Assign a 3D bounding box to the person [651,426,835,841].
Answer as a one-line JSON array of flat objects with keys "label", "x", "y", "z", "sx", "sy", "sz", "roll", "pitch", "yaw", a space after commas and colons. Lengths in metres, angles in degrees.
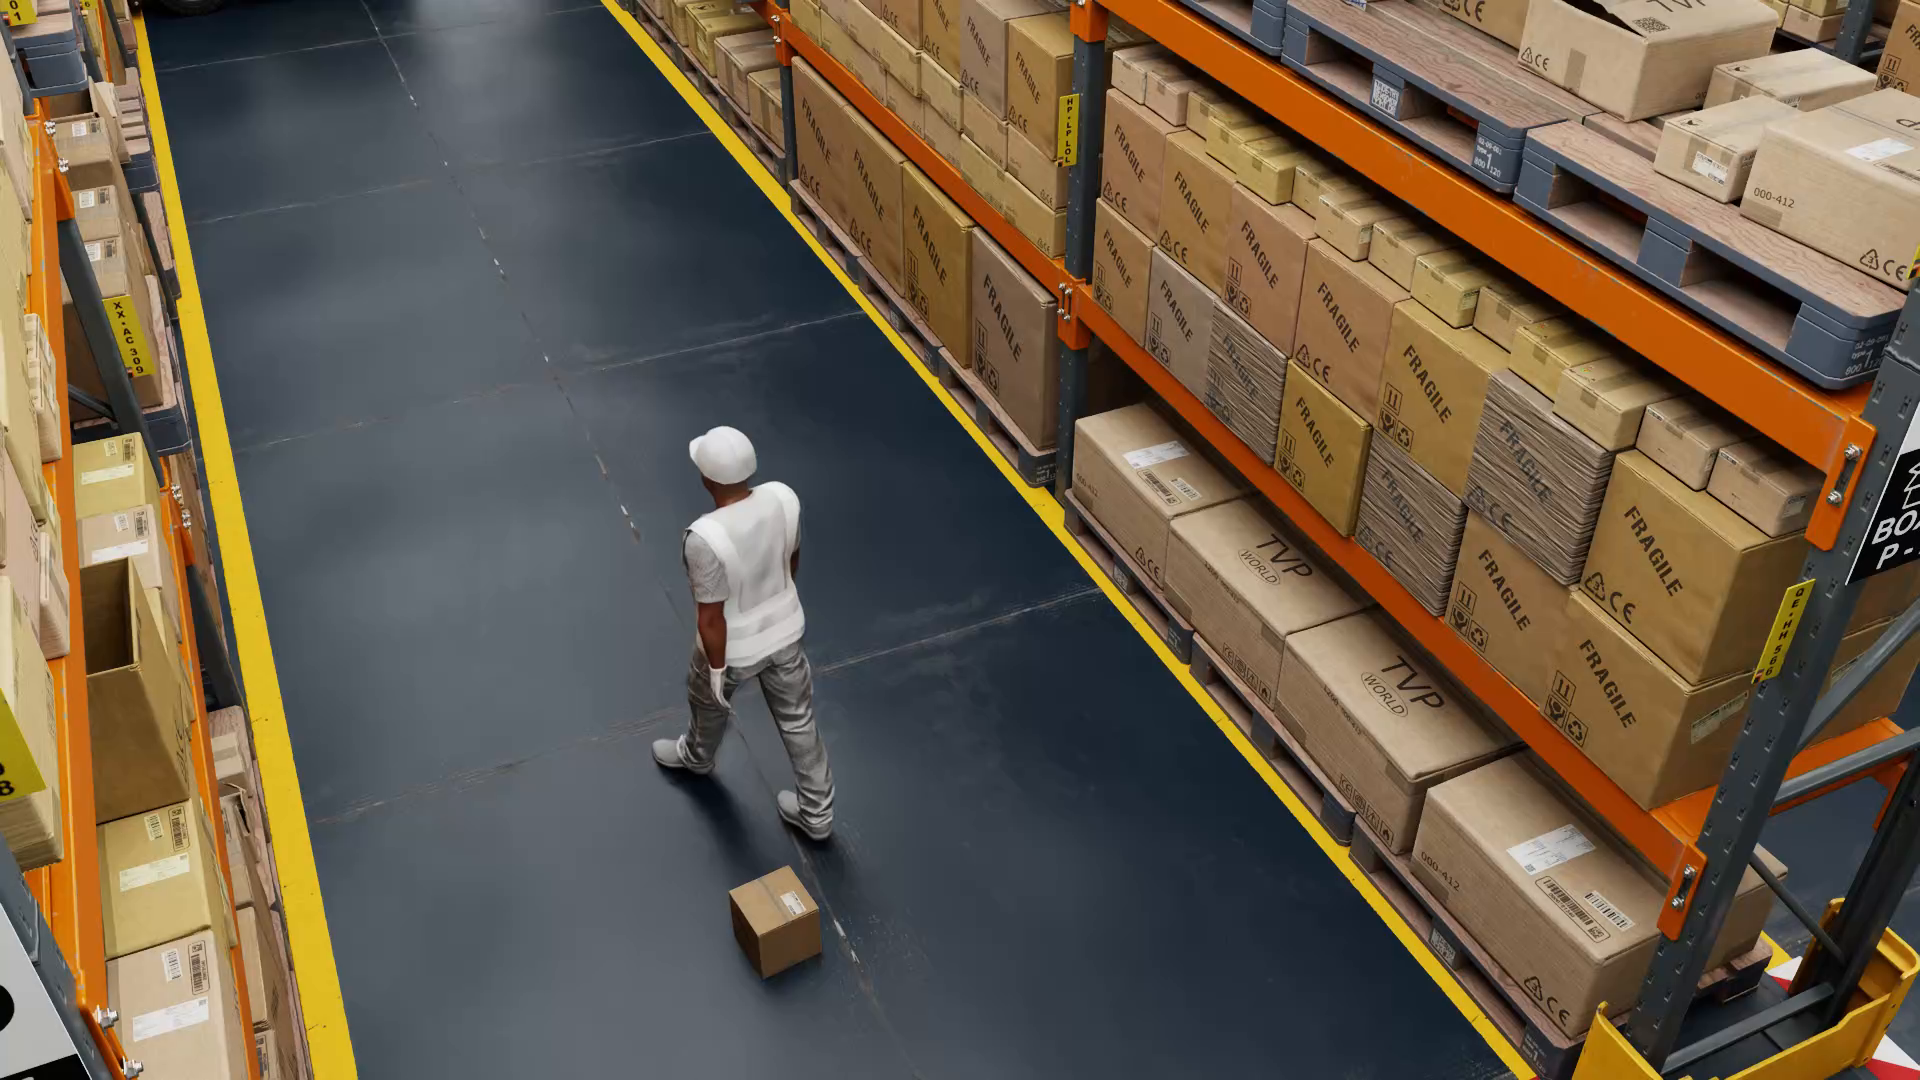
[{"label": "person", "x": -0.843, "y": 0.315, "z": 6.403, "sx": 0.567, "sy": 1.736, "sz": 0.915, "roll": -28, "pitch": 45, "yaw": -32}]
